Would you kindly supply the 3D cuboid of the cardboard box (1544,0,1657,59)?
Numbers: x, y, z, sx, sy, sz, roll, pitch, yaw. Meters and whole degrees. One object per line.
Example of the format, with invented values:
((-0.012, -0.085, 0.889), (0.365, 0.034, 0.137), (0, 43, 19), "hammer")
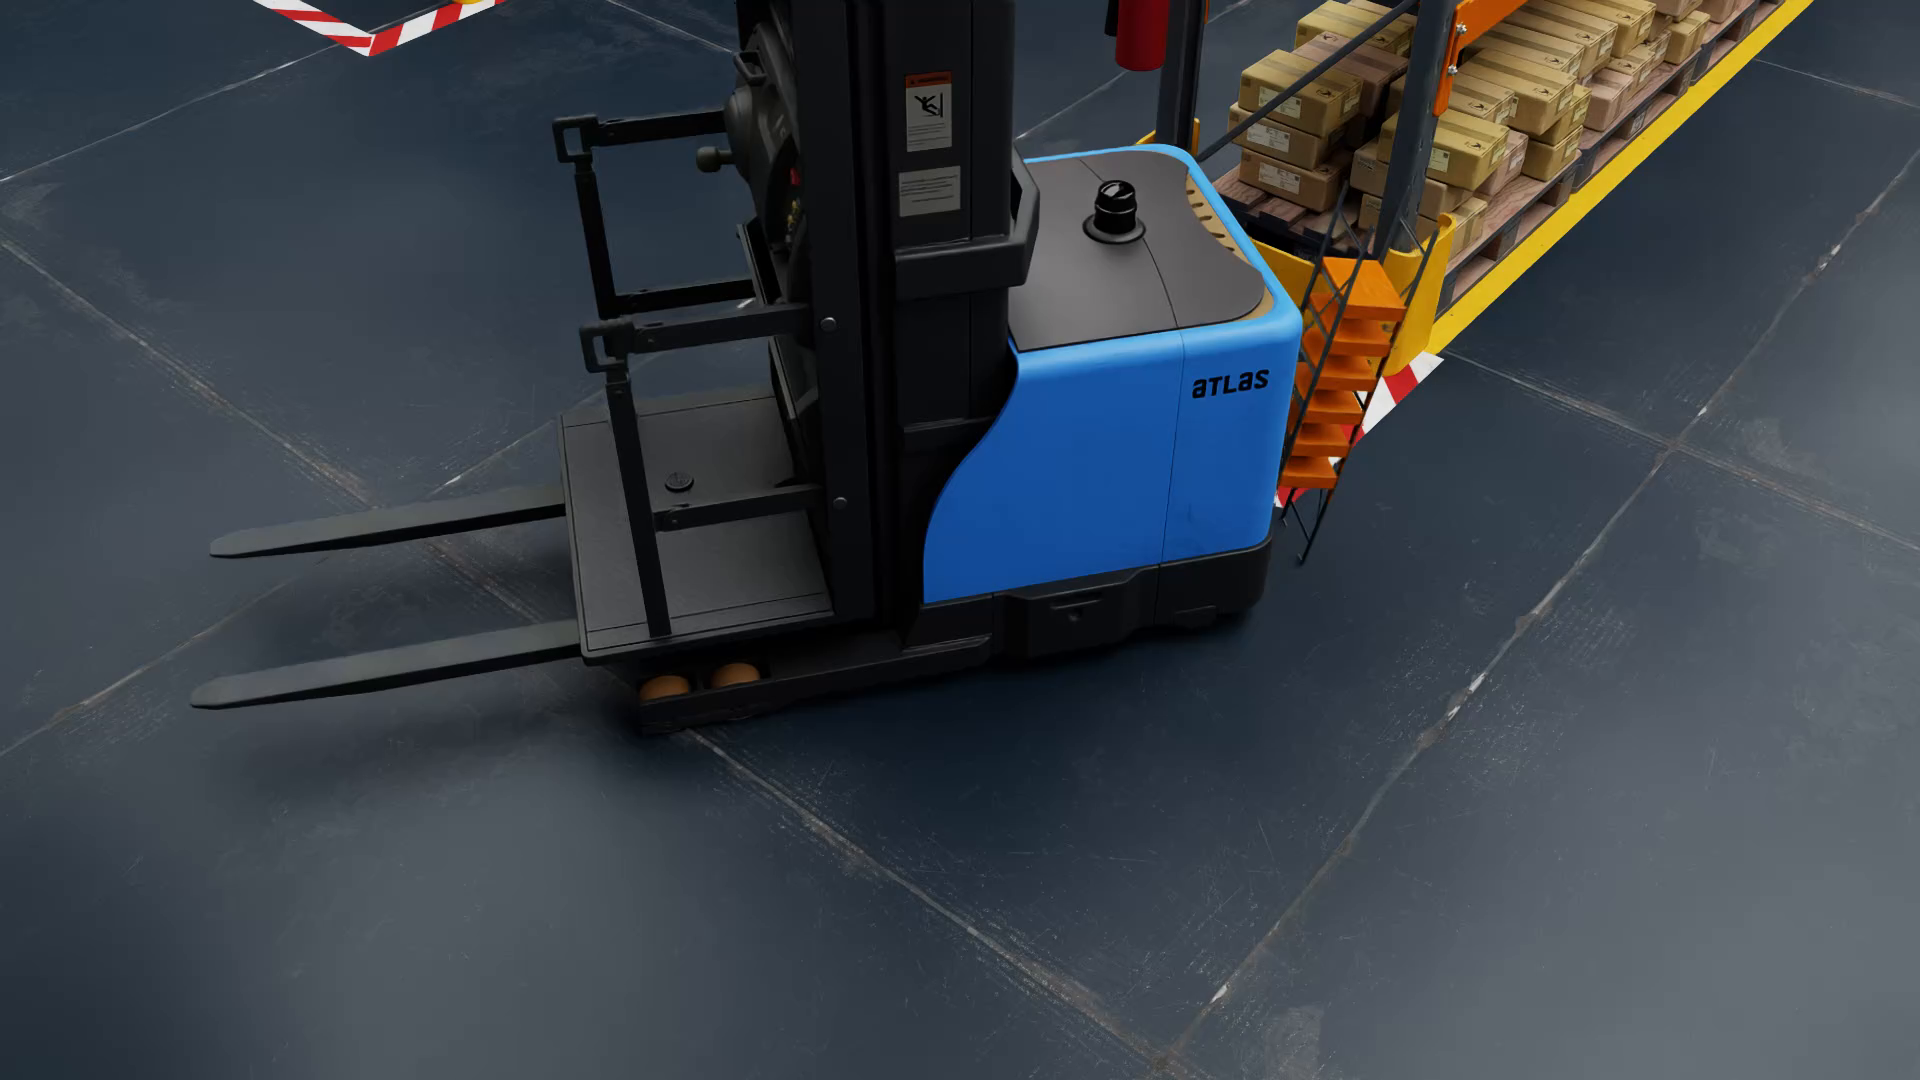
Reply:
((2.555, -2.101, 6.695), (0.380, 0.149, 0.250), (30, 50, 29), "cardboard box")

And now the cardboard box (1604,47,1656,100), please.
((2.693, -2.005, 7.032), (0.380, 0.149, 0.250), (30, 50, 28), "cardboard box")

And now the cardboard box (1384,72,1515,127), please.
((1.808, -1.608, 6.154), (0.380, 0.149, 0.250), (30, 50, 29), "cardboard box")

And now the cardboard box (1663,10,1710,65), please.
((3.042, -2.249, 7.301), (0.380, 0.149, 0.250), (29, 50, 28), "cardboard box")

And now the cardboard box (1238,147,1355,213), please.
((1.305, -1.433, 6.403), (0.380, 0.149, 0.250), (30, 50, 29), "cardboard box")

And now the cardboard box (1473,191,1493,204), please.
((1.814, -1.373, 6.337), (0.380, 0.149, 0.250), (29, 50, 28), "cardboard box")

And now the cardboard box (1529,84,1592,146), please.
((2.217, -1.706, 6.483), (0.380, 0.149, 0.250), (31, 51, 30), "cardboard box")

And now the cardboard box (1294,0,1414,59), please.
((1.548, -1.967, 6.548), (0.380, 0.149, 0.250), (28, 49, 28), "cardboard box")

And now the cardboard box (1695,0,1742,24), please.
((3.356, -2.520, 7.599), (0.380, 0.149, 0.250), (28, 49, 27), "cardboard box")

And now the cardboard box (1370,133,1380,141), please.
((1.629, -1.708, 6.706), (0.380, 0.149, 0.250), (29, 50, 28), "cardboard box")

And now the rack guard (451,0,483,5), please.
((-2.744, -3.125, 8.315), (1.175, 0.500, 0.348), (29, 50, 28), "rack guard")

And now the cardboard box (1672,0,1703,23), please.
((3.031, -2.425, 7.273), (0.380, 0.149, 0.250), (31, 51, 29), "cardboard box")

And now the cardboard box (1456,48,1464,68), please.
((1.832, -1.939, 6.739), (0.380, 0.149, 0.250), (29, 50, 28), "cardboard box")

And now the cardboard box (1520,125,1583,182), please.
((2.217, -1.588, 6.574), (0.380, 0.149, 0.250), (30, 50, 29), "cardboard box")

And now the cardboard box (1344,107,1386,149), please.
((1.456, -1.688, 6.463), (0.380, 0.149, 0.250), (28, 49, 28), "cardboard box")

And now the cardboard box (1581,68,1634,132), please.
((2.535, -1.851, 6.863), (0.380, 0.149, 0.250), (27, 49, 27), "cardboard box")

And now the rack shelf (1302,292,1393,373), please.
((1.089, -0.592, 4.711), (0.180, 0.103, 0.258), (2, 41, -12), "rack shelf")

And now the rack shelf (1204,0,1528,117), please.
((2.413, -2.735, 6.563), (1.077, 0.370, 4.000), (29, 50, 28), "rack shelf")

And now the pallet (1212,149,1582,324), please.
((1.725, -1.381, 6.612), (1.003, 0.211, 1.213), (29, 50, 28), "pallet")

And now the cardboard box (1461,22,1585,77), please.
((2.165, -1.846, 6.416), (0.380, 0.149, 0.250), (27, 49, 27), "cardboard box")

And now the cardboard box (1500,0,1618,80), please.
((2.350, -1.985, 6.568), (0.380, 0.149, 0.250), (32, 51, 30), "cardboard box")

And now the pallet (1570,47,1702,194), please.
((2.510, -2.007, 7.300), (1.003, 0.211, 1.213), (29, 50, 28), "pallet")

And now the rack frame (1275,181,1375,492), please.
((0.967, -0.450, 4.818), (0.006, 1.200, 0.240), (2, 41, -12), "rack frame")

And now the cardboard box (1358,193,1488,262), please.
((1.708, -1.203, 6.150), (0.380, 0.149, 0.250), (31, 50, 29), "cardboard box")

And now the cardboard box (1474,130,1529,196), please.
((1.879, -1.457, 6.208), (0.380, 0.149, 0.250), (29, 50, 28), "cardboard box")

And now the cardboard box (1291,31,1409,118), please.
((1.478, -1.779, 6.341), (0.380, 0.149, 0.250), (30, 50, 29), "cardboard box")

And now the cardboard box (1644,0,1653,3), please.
((2.643, -2.271, 6.883), (0.380, 0.149, 0.250), (30, 50, 29), "cardboard box")

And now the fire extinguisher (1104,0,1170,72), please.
((0.610, -1.875, 5.417), (0.296, 0.674, 0.183), (29, 50, 28), "fire extinguisher")

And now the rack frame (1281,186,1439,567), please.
((1.146, -0.444, 4.857), (0.006, 1.200, 0.240), (2, 41, -12), "rack frame")

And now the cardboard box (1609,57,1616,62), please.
((2.639, -2.176, 7.000), (0.380, 0.149, 0.250), (32, 51, 30), "cardboard box")

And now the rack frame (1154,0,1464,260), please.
((1.126, -1.971, 5.188), (1.000, 3.000, 0.127), (29, 50, 28), "rack frame")

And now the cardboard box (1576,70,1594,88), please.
((2.315, -1.884, 6.678), (0.380, 0.149, 0.250), (27, 49, 27), "cardboard box")

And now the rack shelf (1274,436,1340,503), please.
((1.010, -0.235, 5.022), (0.180, 0.103, 0.258), (2, 41, -12), "rack shelf")

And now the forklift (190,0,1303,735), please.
((-0.663, -0.938, 4.103), (3.031, 2.935, 1.130), (-9, 43, -10), "forklift")

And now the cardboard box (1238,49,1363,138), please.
((1.272, -1.674, 6.226), (0.380, 0.149, 0.250), (30, 50, 29), "cardboard box")

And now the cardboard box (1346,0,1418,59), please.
((1.763, -2.073, 6.665), (0.380, 0.149, 0.250), (27, 49, 27), "cardboard box")

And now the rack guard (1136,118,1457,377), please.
((1.175, -1.085, 6.072), (1.175, 0.500, 0.348), (29, 50, 28), "rack guard")

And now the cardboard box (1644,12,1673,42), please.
((2.844, -2.296, 7.131), (0.380, 0.149, 0.250), (27, 49, 27), "cardboard box")

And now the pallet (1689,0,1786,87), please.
((3.295, -2.638, 7.994), (1.003, 0.211, 1.213), (29, 50, 28), "pallet")

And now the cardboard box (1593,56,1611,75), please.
((2.458, -2.042, 6.852), (0.380, 0.149, 0.250), (32, 51, 30), "cardboard box")

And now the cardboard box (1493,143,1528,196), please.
((1.968, -1.504, 6.481), (0.380, 0.149, 0.250), (30, 50, 29), "cardboard box")

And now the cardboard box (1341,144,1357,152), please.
((1.393, -1.609, 6.597), (0.380, 0.149, 0.250), (31, 51, 30), "cardboard box")

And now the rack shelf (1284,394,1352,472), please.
((1.030, -0.324, 4.944), (0.180, 0.103, 0.258), (2, 41, -12), "rack shelf")

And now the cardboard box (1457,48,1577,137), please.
((2.068, -1.683, 6.236), (0.380, 0.149, 0.250), (29, 50, 28), "cardboard box")

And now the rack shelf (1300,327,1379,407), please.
((1.069, -0.503, 4.789), (0.180, 0.103, 0.258), (2, 41, -12), "rack shelf")

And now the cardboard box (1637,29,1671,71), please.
((2.823, -2.144, 7.185), (0.380, 0.149, 0.250), (30, 50, 29), "cardboard box")

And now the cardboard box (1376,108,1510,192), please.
((1.723, -1.414, 5.941), (0.380, 0.149, 0.250), (27, 49, 27), "cardboard box")

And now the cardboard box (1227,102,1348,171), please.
((1.247, -1.577, 6.341), (0.380, 0.149, 0.250), (28, 49, 27), "cardboard box")

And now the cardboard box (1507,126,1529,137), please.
((1.969, -1.621, 6.389), (0.380, 0.149, 0.250), (30, 50, 29), "cardboard box")

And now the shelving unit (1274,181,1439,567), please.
((1.056, -0.447, 4.838), (0.189, 1.200, 0.258), (2, 41, -12), "shelving unit")

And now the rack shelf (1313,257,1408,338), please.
((1.108, -0.681, 4.633), (0.180, 0.103, 0.258), (2, 41, -12), "rack shelf")

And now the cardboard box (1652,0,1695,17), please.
((2.887, -2.352, 6.972), (0.380, 0.149, 0.250), (28, 49, 27), "cardboard box")

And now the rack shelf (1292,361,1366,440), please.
((1.049, -0.413, 4.866), (0.180, 0.103, 0.258), (2, 41, -12), "rack shelf")

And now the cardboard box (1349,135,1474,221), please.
((1.659, -1.340, 6.080), (0.380, 0.149, 0.250), (32, 51, 30), "cardboard box")
